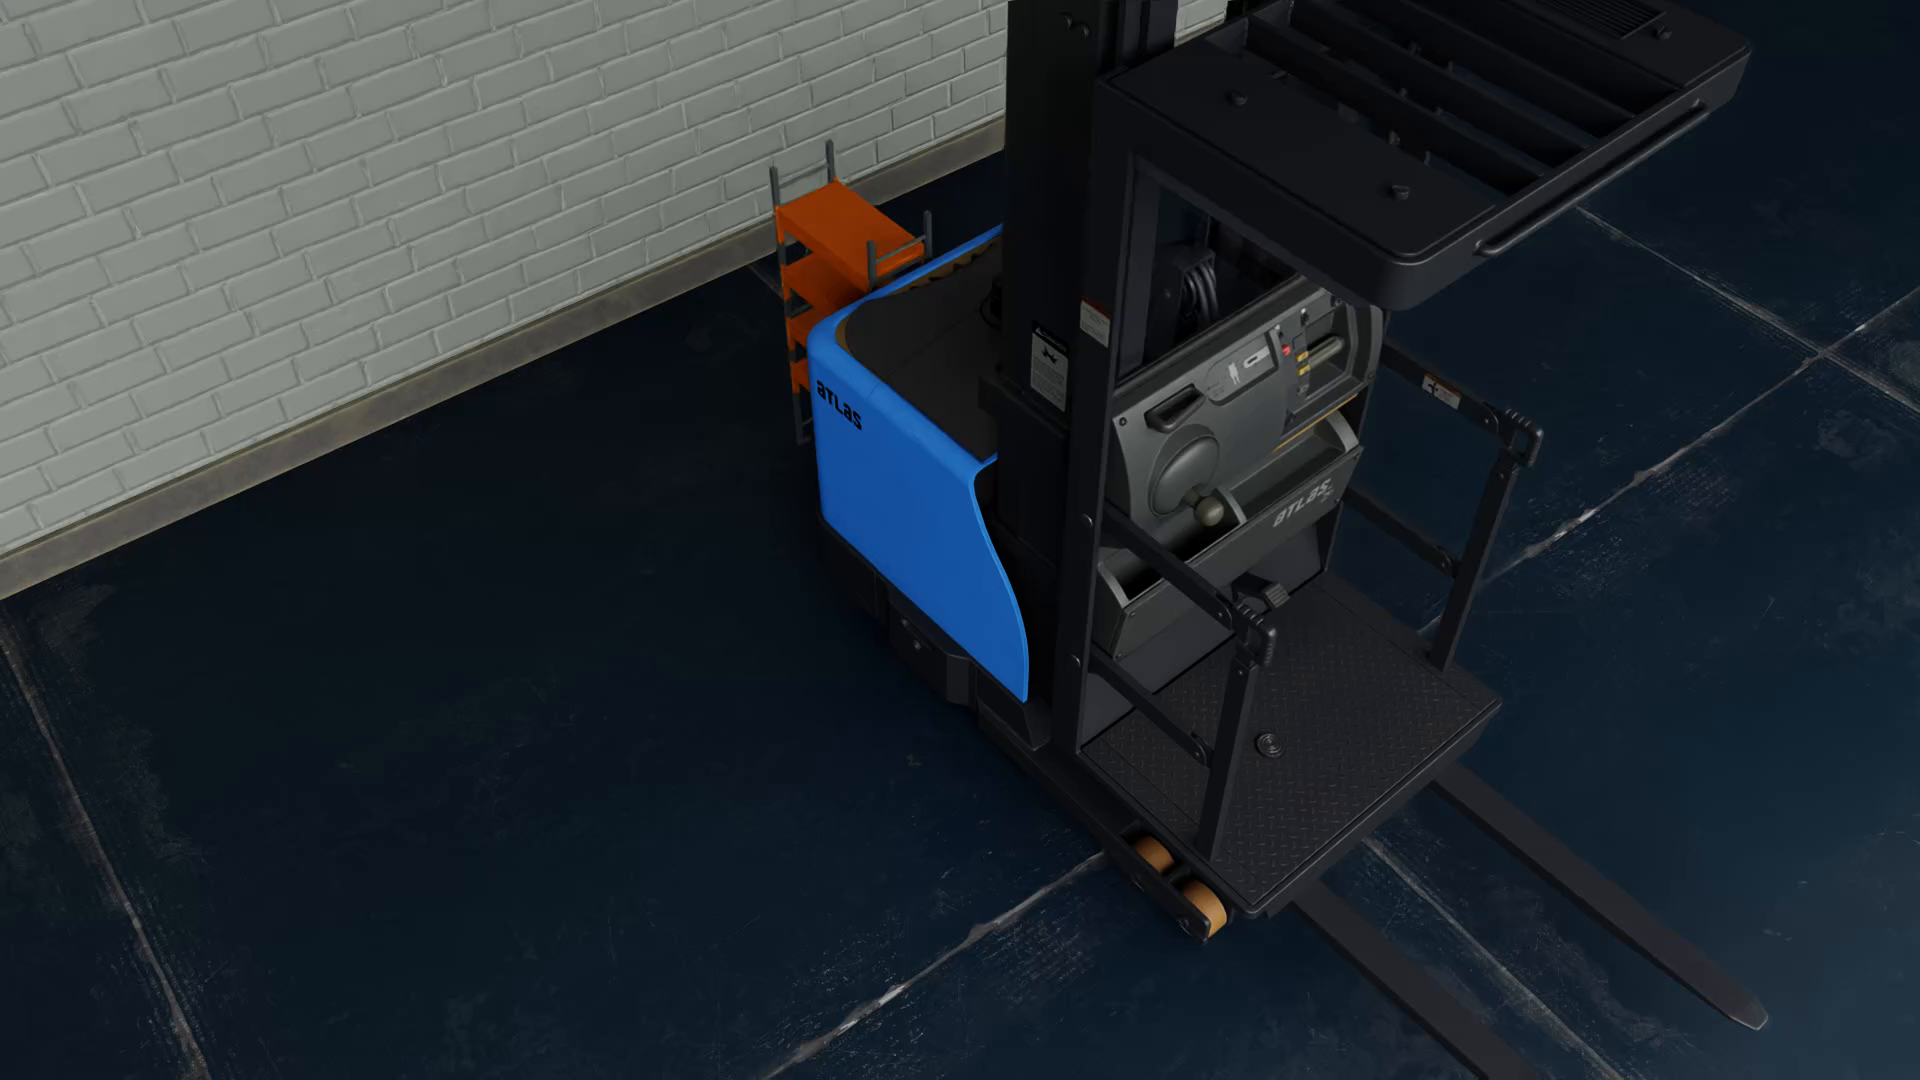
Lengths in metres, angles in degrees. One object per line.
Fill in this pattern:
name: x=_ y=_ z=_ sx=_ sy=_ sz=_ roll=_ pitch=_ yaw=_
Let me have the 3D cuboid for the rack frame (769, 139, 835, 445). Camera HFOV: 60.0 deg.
rack frame: x=-0.499 y=-0.810 z=5.674 sx=0.240 sy=1.200 sz=0.015 roll=-32 pitch=55 yaw=-26

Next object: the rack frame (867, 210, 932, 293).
rack frame: x=-0.181 y=-0.535 z=5.425 sx=0.240 sy=1.200 sz=0.015 roll=-32 pitch=55 yaw=-26

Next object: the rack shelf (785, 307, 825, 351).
rack shelf: x=-0.340 y=-0.627 z=5.600 sx=0.258 sy=0.148 sz=0.480 roll=-32 pitch=55 yaw=-26

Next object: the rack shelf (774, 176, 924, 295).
rack shelf: x=-0.340 y=-0.936 z=5.259 sx=0.258 sy=0.148 sz=0.480 roll=-32 pitch=55 yaw=-26

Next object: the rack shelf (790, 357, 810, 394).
rack shelf: x=-0.340 y=-0.494 z=5.747 sx=0.258 sy=0.148 sz=0.480 roll=-32 pitch=55 yaw=-26

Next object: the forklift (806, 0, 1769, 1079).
forklift: x=0.870 y=-0.285 z=4.030 sx=1.130 sy=2.935 sz=3.031 roll=-32 pitch=55 yaw=-26

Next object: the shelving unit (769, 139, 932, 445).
shelving unit: x=-0.340 y=-0.673 z=5.550 sx=0.258 sy=1.200 sz=0.503 roll=-32 pitch=55 yaw=-26

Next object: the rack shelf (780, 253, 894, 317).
rack shelf: x=-0.340 y=-0.778 z=5.434 sx=0.258 sy=0.148 sz=0.480 roll=-32 pitch=55 yaw=-26
